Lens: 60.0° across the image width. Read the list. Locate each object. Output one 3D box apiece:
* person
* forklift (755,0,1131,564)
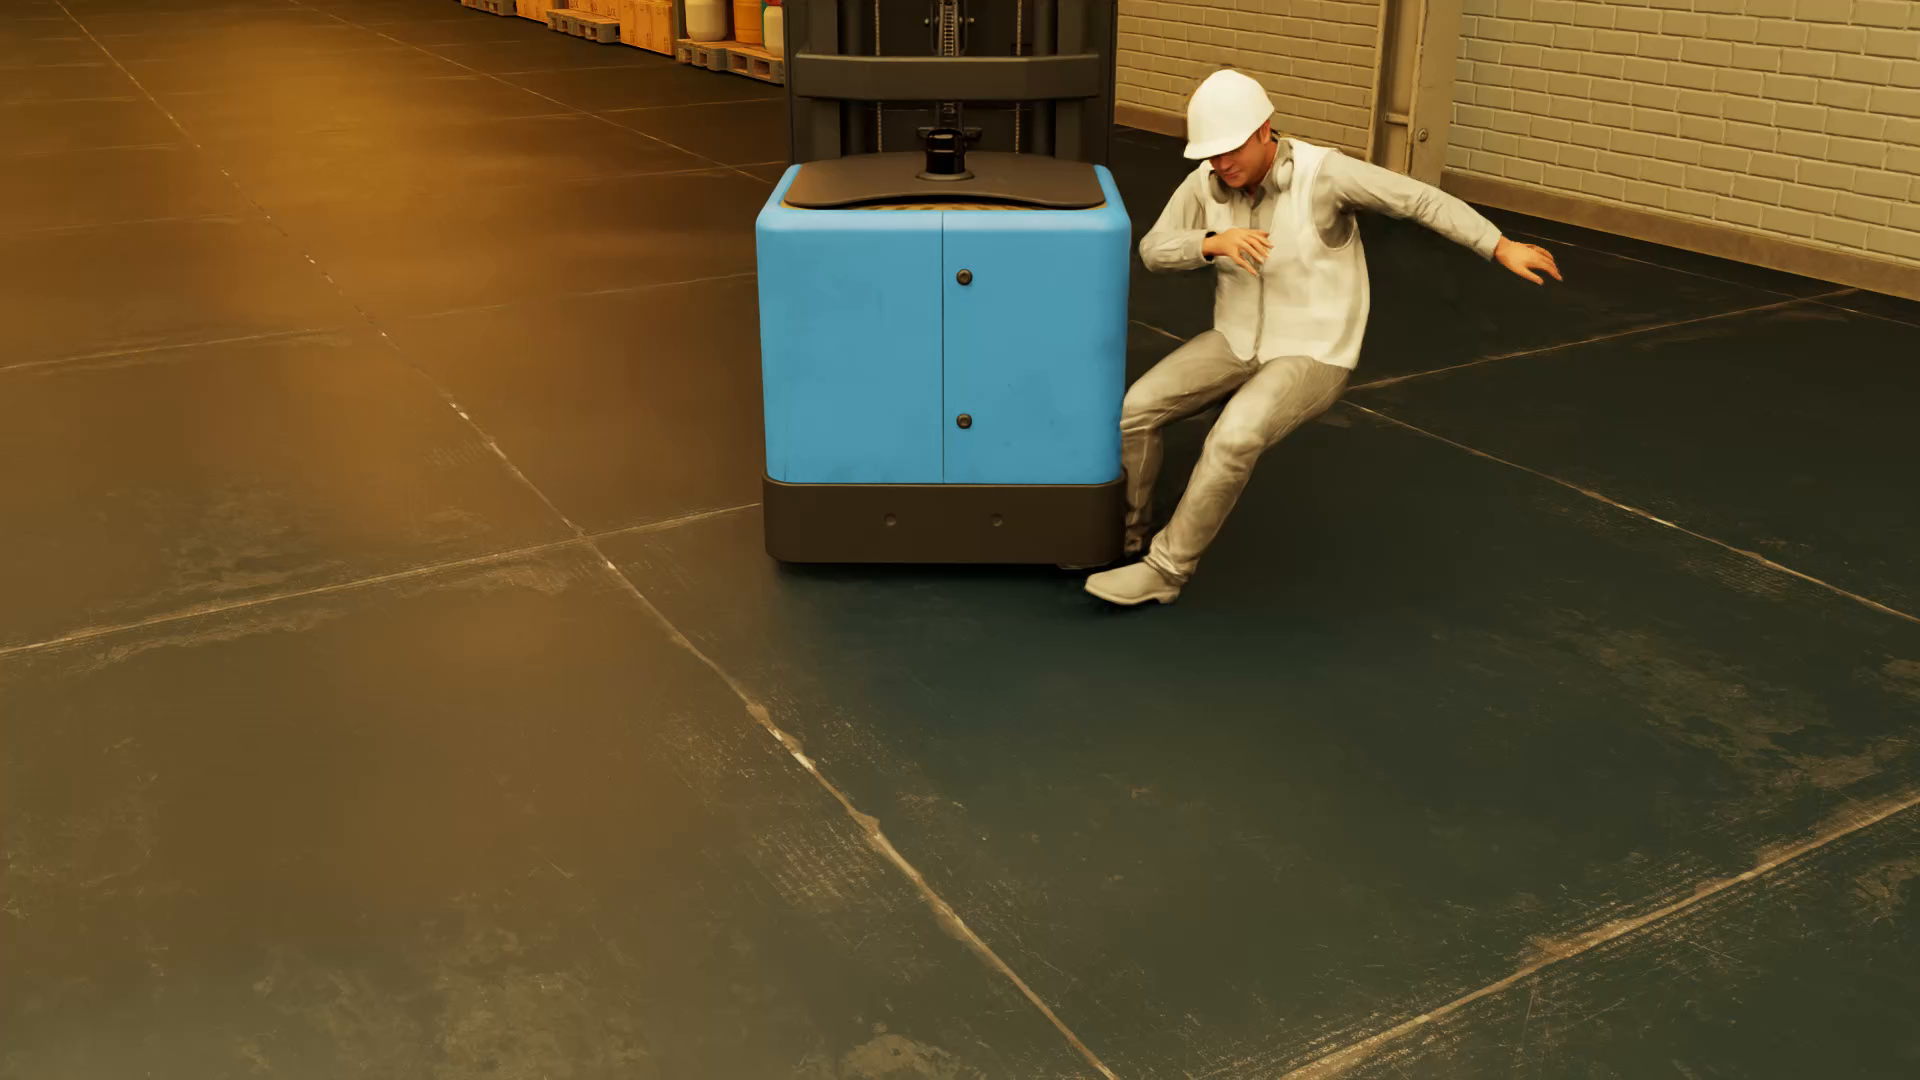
[{"bbox_3d":[0.878,-0.510,4.532,1.178,1.477,0.932,17,27,35],"label":"person"},{"bbox_3d":[-0.029,-1.796,5.650,1.130,2.935,3.031,0,22,1],"label":"forklift"}]
